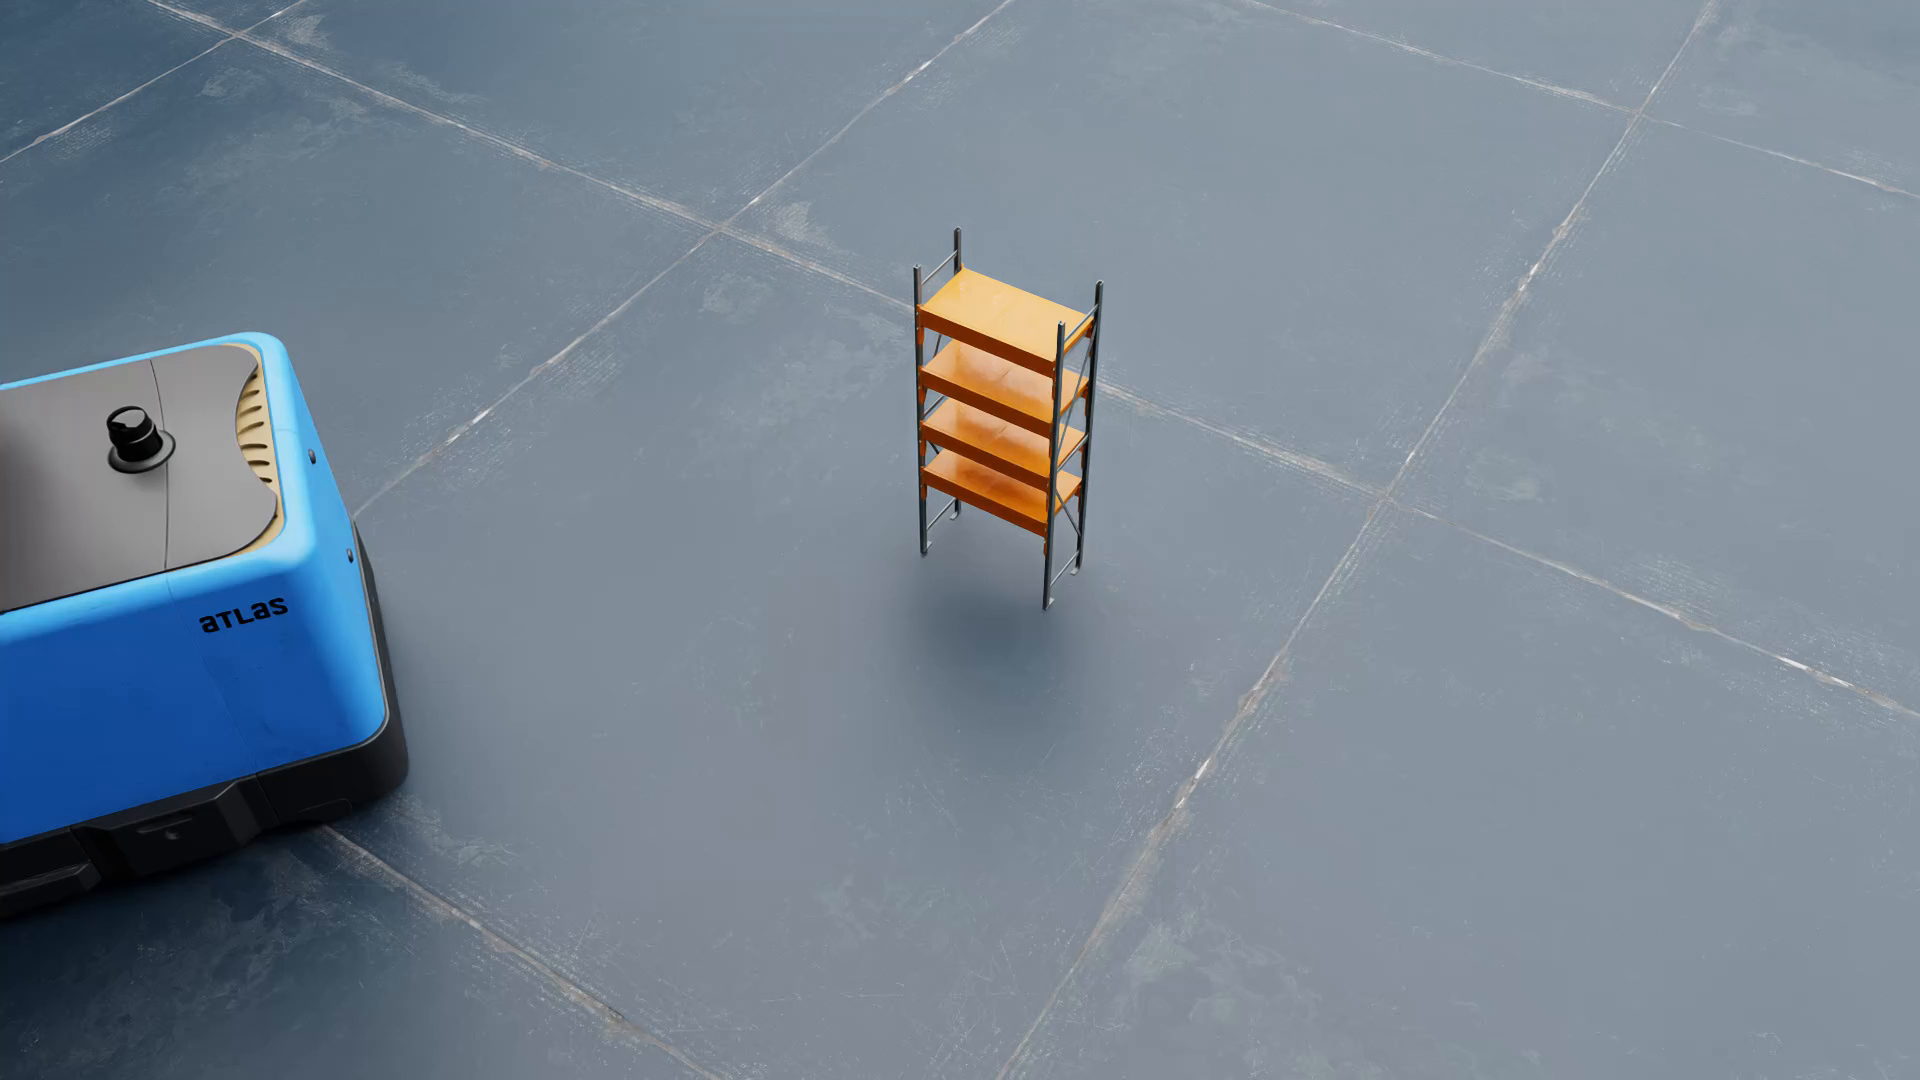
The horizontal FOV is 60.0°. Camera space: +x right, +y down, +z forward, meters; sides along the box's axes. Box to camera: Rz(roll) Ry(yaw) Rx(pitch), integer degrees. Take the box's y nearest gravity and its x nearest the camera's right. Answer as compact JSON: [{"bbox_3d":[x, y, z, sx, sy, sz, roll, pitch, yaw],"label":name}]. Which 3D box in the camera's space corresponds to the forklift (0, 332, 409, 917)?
[{"bbox_3d":[-3.224,-0.198,3.899,3.031,2.935,1.130,-15,48,-15],"label":"forklift"}]

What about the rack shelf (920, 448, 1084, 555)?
[{"bbox_3d":[0.139,-0.169,5.448,0.480,0.148,0.258,25,51,22],"label":"rack shelf"}]

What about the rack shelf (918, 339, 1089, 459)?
[{"bbox_3d":[0.139,-0.463,5.145,0.480,0.148,0.258,25,51,22],"label":"rack shelf"}]

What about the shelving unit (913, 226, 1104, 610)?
[{"bbox_3d":[0.139,-0.354,5.257,0.503,1.200,0.258,25,51,22],"label":"shelving unit"}]

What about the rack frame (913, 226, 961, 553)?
[{"bbox_3d":[-0.066,-0.449,5.349,0.015,1.200,0.240,25,51,22],"label":"rack frame"}]

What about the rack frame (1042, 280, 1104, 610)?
[{"bbox_3d":[0.345,-0.260,5.166,0.015,1.200,0.240,25,51,22],"label":"rack frame"}]

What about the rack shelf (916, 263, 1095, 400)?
[{"bbox_3d":[0.139,-0.628,4.976,0.480,0.148,0.258,25,51,22],"label":"rack shelf"}]

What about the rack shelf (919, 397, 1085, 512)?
[{"bbox_3d":[0.139,-0.307,5.306,0.480,0.148,0.258,25,51,22],"label":"rack shelf"}]
